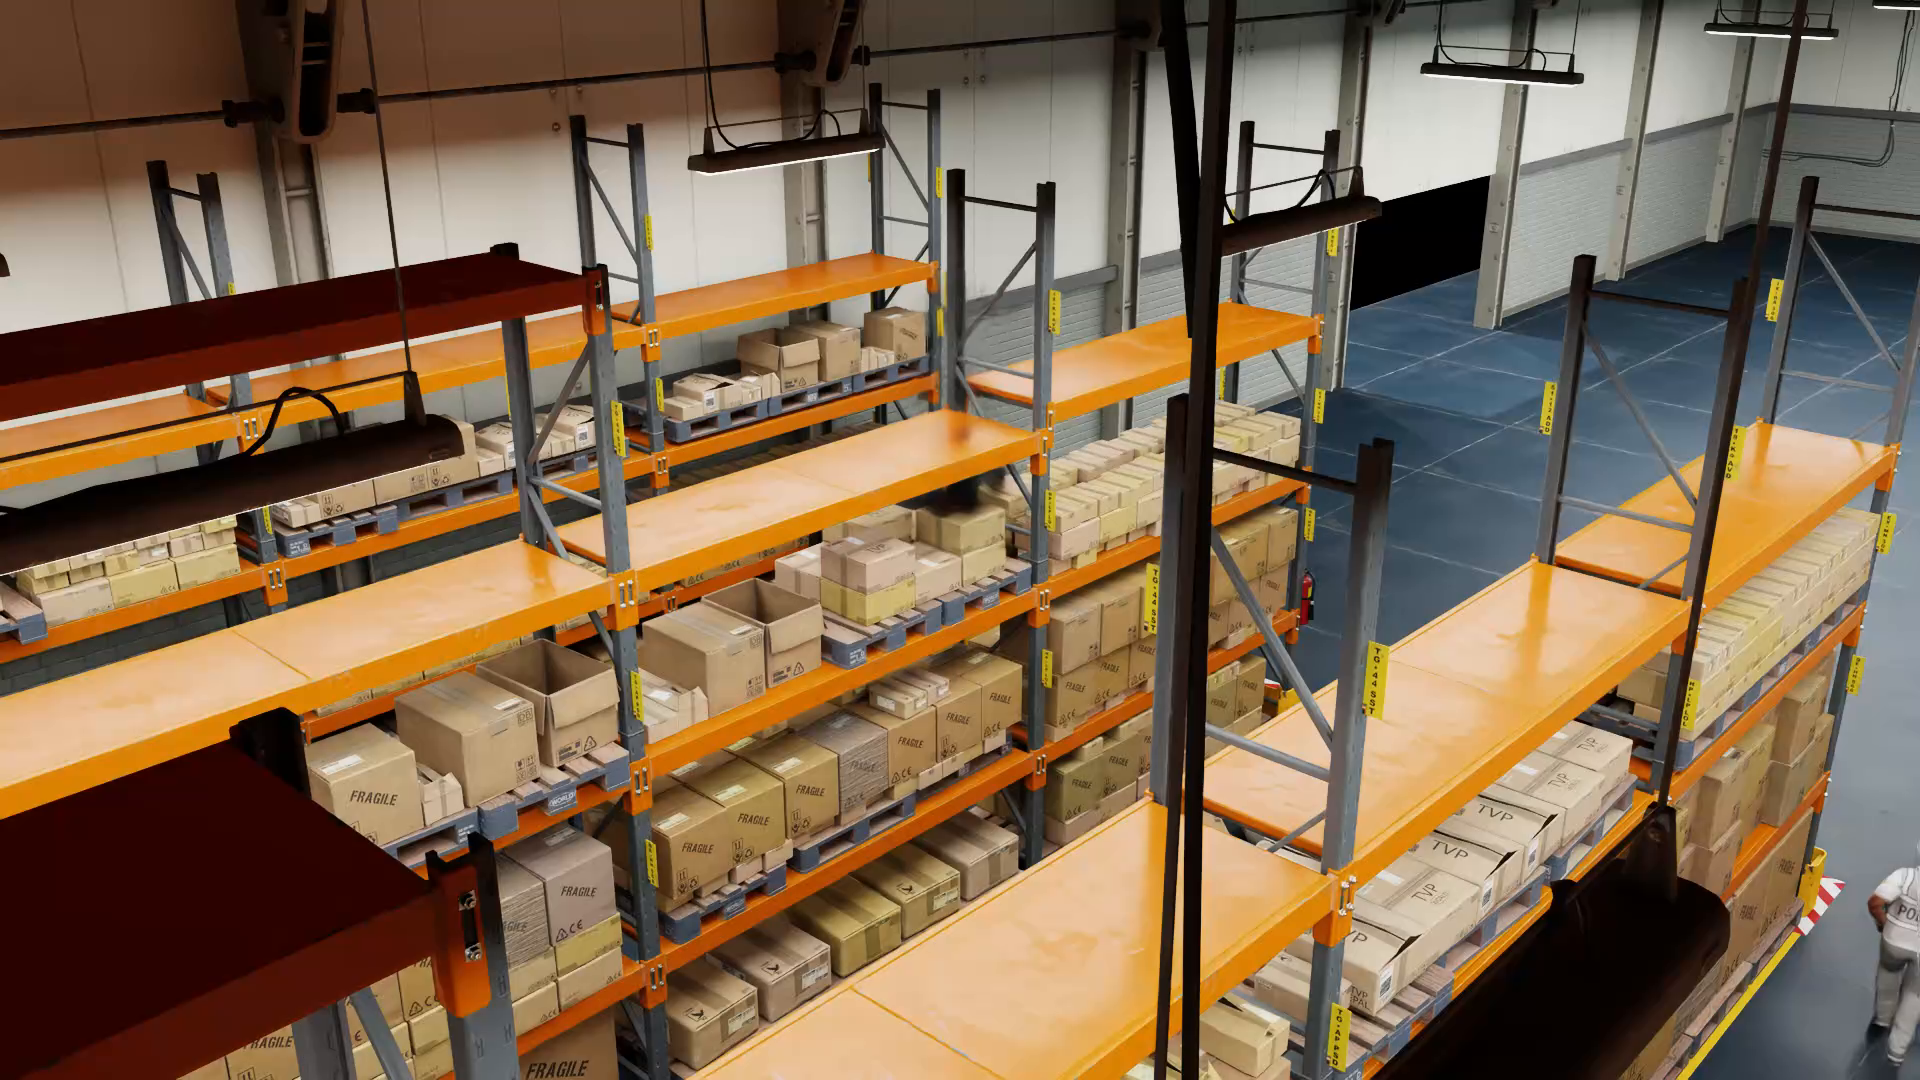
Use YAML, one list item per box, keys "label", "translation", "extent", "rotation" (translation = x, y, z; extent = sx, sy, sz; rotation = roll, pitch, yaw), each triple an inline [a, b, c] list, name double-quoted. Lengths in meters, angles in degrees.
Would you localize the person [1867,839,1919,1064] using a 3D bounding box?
- label: "person"
  translation: [6.872, 2.935, 11.996]
  extent: [0.645, 1.840, 0.771]
  rotation: [15, 26, 34]
